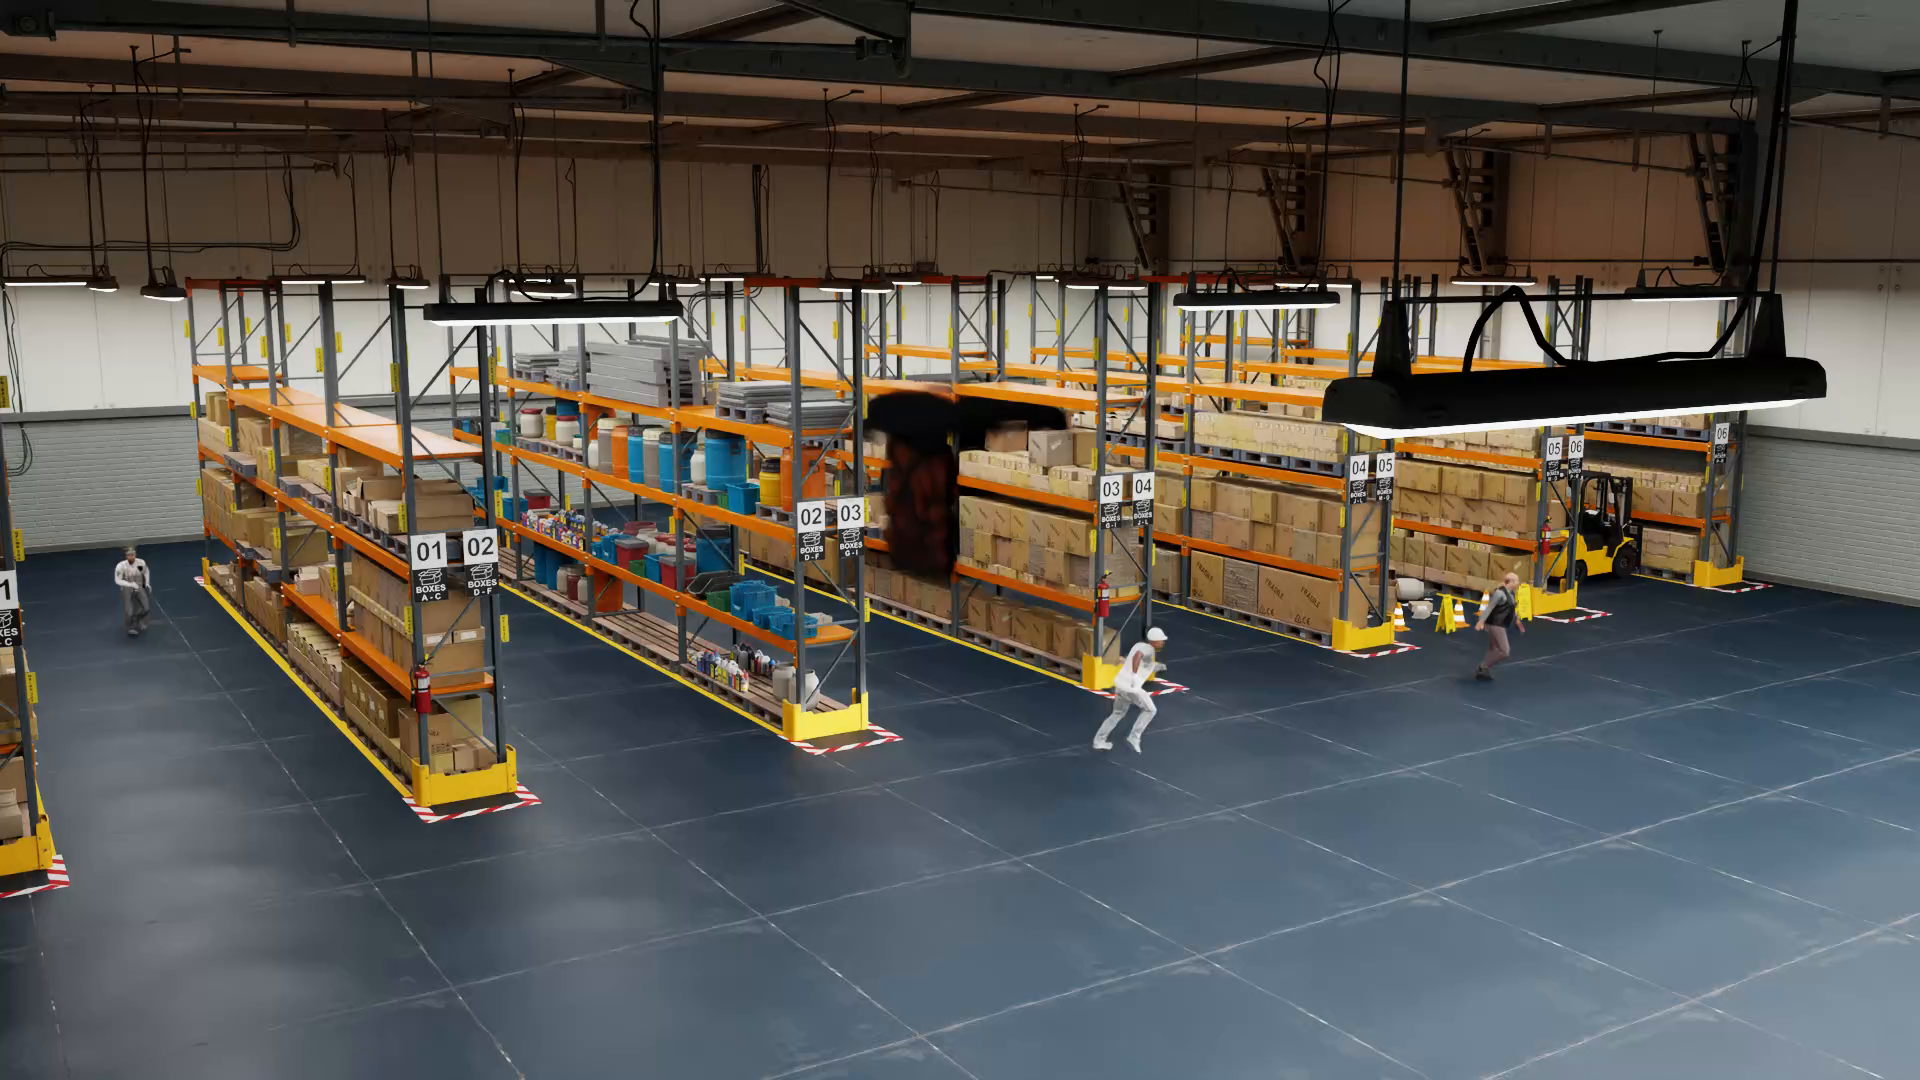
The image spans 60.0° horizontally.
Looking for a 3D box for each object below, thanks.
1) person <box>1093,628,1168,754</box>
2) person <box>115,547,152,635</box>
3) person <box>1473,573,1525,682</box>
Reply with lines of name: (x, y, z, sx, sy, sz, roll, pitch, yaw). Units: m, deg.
person: (2.217, 1.971, 21.449, 0.992, 1.679, 0.727, -2, 10, -11)
person: (-14.011, 0.860, 28.202, 0.604, 1.569, 0.745, -9, 13, -43)
person: (8.170, 1.318, 25.165, 0.641, 1.685, 0.650, 6, 11, 32)
